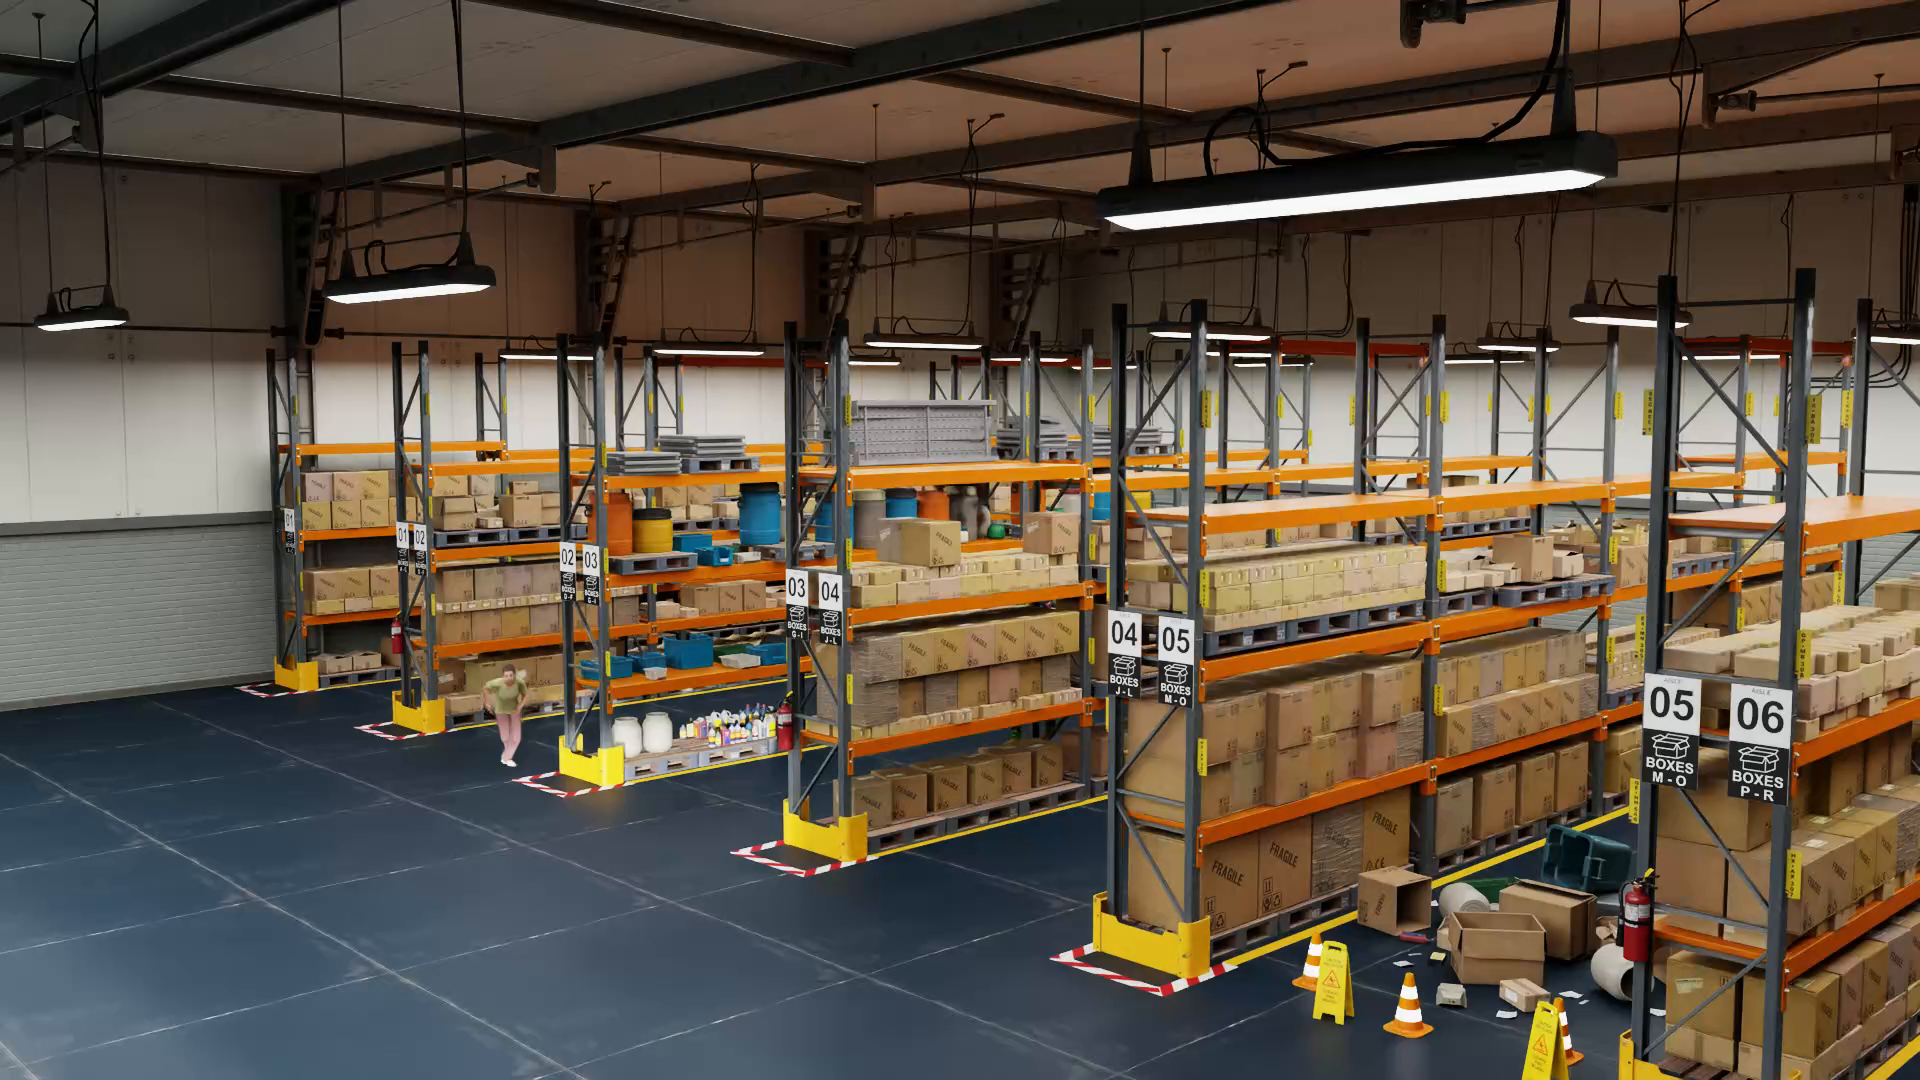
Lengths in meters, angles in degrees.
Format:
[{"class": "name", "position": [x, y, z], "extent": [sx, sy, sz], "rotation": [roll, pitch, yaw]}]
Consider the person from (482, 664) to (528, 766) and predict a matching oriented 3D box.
[{"class": "person", "position": [-6.317, 2.434, 23.120], "extent": [0.600, 1.488, 0.728], "rotation": [-2, 5, -22]}]

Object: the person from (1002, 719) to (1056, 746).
[{"class": "person", "position": [0.962, 2.060, 23.397], "extent": [1.083, 1.645, 0.677], "rotation": [-3, 6, -33]}]
